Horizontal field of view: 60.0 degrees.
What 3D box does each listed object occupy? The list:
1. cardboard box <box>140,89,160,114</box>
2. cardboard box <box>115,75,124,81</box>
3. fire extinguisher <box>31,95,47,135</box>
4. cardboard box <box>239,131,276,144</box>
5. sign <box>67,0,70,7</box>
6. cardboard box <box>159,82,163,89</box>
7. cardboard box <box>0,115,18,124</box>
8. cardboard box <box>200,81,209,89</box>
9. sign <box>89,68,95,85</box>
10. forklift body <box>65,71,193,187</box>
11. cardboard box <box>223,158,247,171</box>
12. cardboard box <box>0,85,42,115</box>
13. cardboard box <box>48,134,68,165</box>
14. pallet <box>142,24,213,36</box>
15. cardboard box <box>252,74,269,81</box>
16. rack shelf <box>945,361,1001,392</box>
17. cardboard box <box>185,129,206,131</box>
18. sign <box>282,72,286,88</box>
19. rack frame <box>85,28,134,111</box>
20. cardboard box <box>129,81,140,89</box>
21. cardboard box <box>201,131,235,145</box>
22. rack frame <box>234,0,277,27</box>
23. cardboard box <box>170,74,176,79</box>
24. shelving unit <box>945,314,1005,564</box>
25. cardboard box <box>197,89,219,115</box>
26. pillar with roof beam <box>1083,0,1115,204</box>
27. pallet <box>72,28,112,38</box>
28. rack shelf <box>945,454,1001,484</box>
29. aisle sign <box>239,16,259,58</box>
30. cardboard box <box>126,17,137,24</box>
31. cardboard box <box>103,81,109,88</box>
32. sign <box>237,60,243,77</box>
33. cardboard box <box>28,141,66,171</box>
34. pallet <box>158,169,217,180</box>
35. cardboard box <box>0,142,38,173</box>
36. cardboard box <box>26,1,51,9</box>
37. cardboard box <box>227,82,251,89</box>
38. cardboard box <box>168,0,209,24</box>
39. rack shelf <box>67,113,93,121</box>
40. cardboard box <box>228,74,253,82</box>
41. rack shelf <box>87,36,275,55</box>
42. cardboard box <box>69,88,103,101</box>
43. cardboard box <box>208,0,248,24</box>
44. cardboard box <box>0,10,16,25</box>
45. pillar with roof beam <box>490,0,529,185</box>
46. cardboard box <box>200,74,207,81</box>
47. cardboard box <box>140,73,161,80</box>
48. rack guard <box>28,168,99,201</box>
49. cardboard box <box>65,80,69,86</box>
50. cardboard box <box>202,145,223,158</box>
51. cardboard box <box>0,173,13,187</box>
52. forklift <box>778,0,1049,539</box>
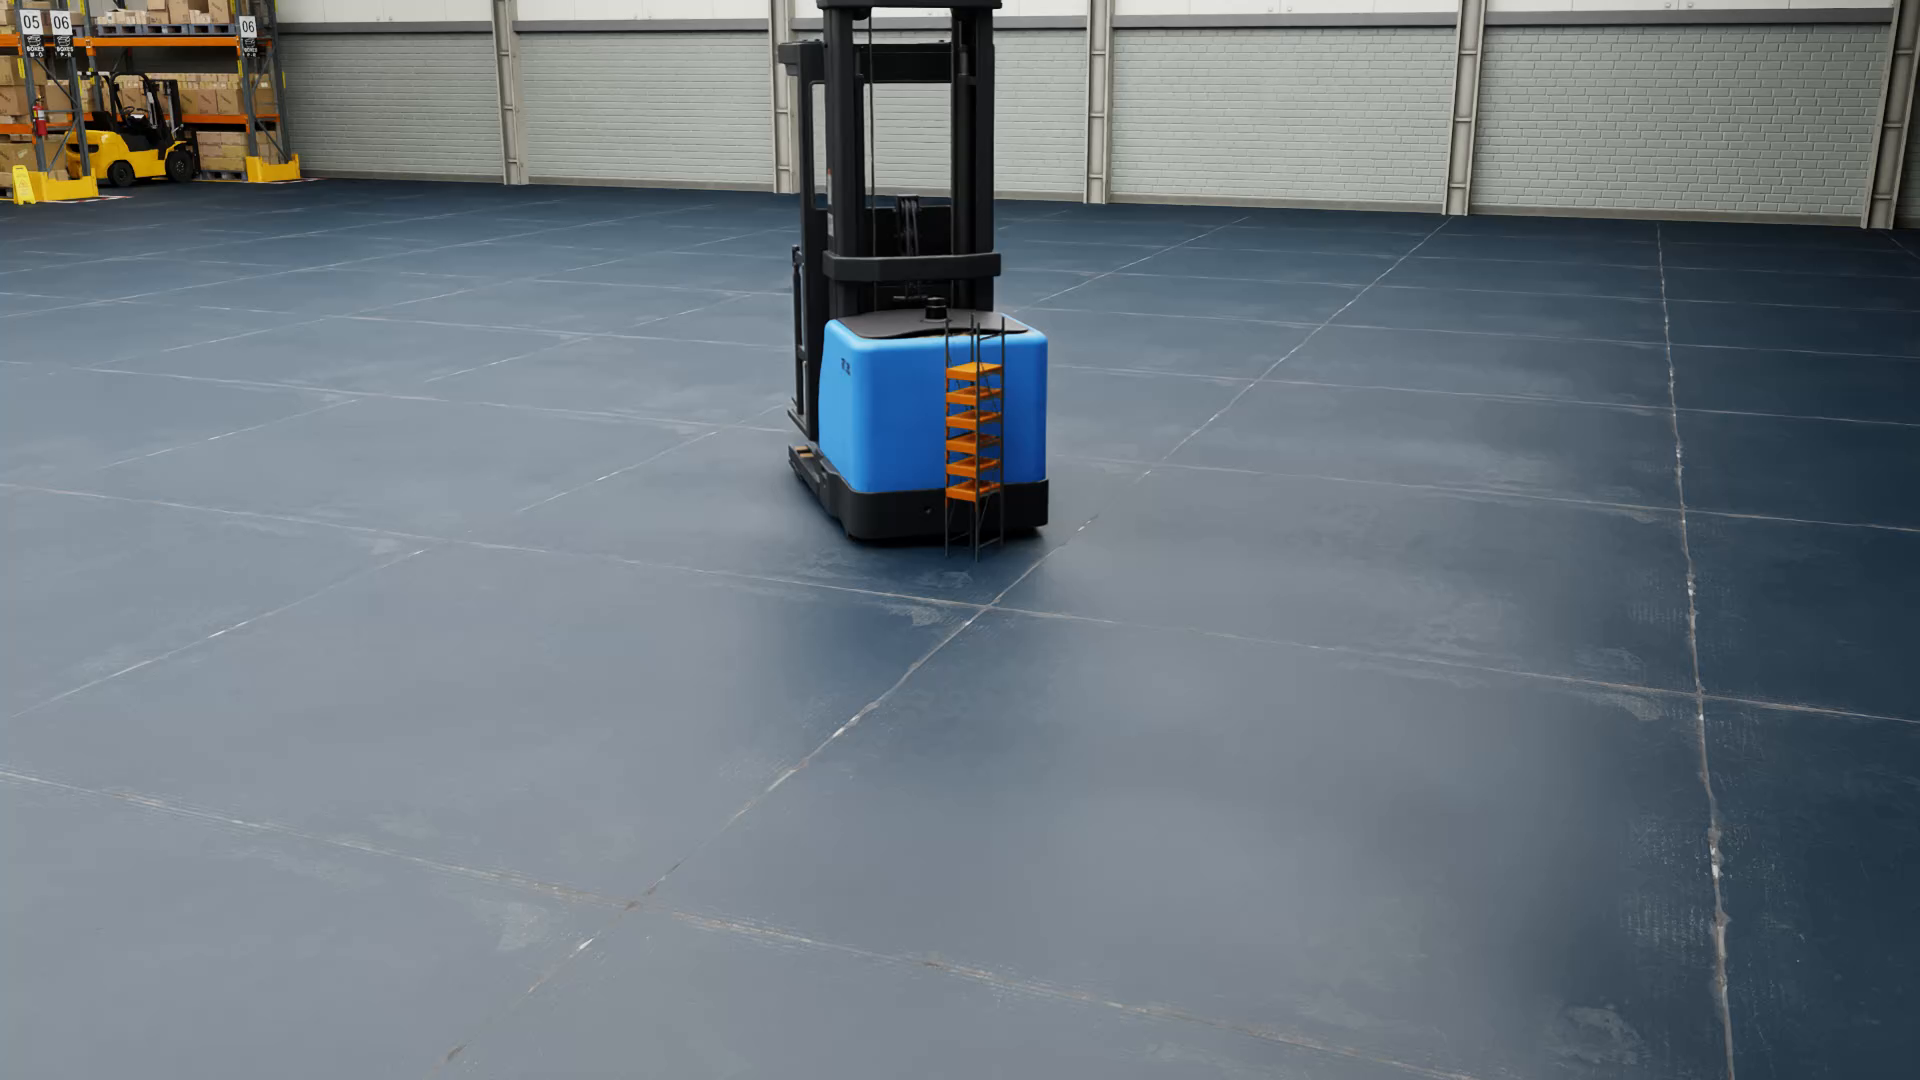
[{"bbox_3d":[-16.502,-9.058,34.315,0.500,0.500,0.500,6,17,20],"label":"cardboard box"},{"bbox_3d":[-17.310,-9.617,34.545,0.250,0.149,0.380,7,17,21],"label":"cardboard box"},{"bbox_3d":[-15.940,-7.358,28.778,0.183,0.674,0.296,6,17,21],"label":"fire extinguisher"},{"bbox_3d":[-14.438,-8.274,34.179,0.500,0.250,0.500,6,17,20],"label":"cardboard box"},{"bbox_3d":[-15.679,-9.527,29.164,0.005,0.325,0.100,6,17,21],"label":"sign"},{"bbox_3d":[-16.150,-9.319,34.050,0.250,0.149,0.380,6,17,19],"label":"cardboard box"},{"bbox_3d":[-16.581,-7.386,29.185,0.250,0.149,0.380,6,17,20],"label":"cardboard box"},{"bbox_3d":[-15.179,-9.226,33.729,0.250,0.149,0.380,6,17,20],"label":"cardboard box"},{"bbox_3d":[-17.971,-9.600,34.426,0.005,0.325,0.100,6,17,21],"label":"sign"},{"bbox_3d":[-16.493,-8.127,32.811,1.214,2.155,2.313,6,17,21],"label":"forklift body"},{"bbox_3d":[-14.613,-7.662,33.863,0.500,0.250,0.500,6,17,21],"label":"cardboard box"},{"bbox_3d":[-16.484,-7.701,29.109,0.500,0.500,0.500,6,17,20],"label":"cardboard box"},{"bbox_3d":[-18.990,-8.416,35.791,0.625,0.625,0.875,6,17,20],"label":"cardboard box"},{"bbox_3d":[-15.847,-10.416,33.950,1.213,0.211,1.003,6,17,21],"label":"pallet"},{"bbox_3d":[-14.294,-9.406,33.818,0.250,0.149,0.380,6,17,20],"label":"cardboard box"},{"bbox_3d":[0.074,-0.804,8.160,0.180,0.103,0.258,11,19,33],"label":"rack shelf"},{"bbox_3d":[-15.839,-8.432,34.724,0.500,0.250,0.500,6,17,20],"label":"cardboard box"},{"bbox_3d":[-13.851,-9.411,34.017,0.005,0.325,0.100,6,17,21],"label":"sign"},{"bbox_3d":[-17.781,-9.223,35.064,0.127,3.000,1.000,6,17,21],"label":"rack frame"},{"bbox_3d":[-16.885,-9.392,34.303,0.250,0.149,0.380,7,17,22],"label":"cardboard box"},{"bbox_3d":[-15.080,-8.192,33.898,0.500,0.250,0.500,7,17,22],"label":"cardboard box"},{"bbox_3d":[-14.060,-11.695,32.818,0.127,3.000,1.000,6,17,21],"label":"rack frame"},{"bbox_3d":[-15.900,-9.454,33.982,0.250,0.149,0.380,7,17,21],"label":"cardboard box"},{"bbox_3d":[0.074,-0.501,8.248,0.189,1.200,0.258,11,19,33],"label":"shelving unit"},{"bbox_3d":[-15.093,-8.900,33.771,0.500,0.500,0.500,7,18,22],"label":"cardboard box"},{"bbox_3d":[0.788,-9.042,23.680,0.400,9.000,9.100,6,17,21],"label":"pillar with roof beam"},{"bbox_3d":[-18.606,-10.659,34.972,1.217,0.209,0.805,6,17,18],"label":"pallet"},{"bbox_3d":[0.074,-0.343,8.294,0.180,0.103,0.258,11,19,33],"label":"rack shelf"},{"bbox_3d":[-14.107,-9.980,33.007,0.004,0.787,0.394,6,17,21],"label":"aisle sign"},{"bbox_3d":[-16.760,-10.590,33.908,0.250,0.149,0.380,7,18,22],"label":"cardboard box"},{"bbox_3d":[-17.581,-9.482,34.613,0.250,0.149,0.380,6,17,20],"label":"cardboard box"},{"bbox_3d":[-14.272,-9.345,32.980,0.005,0.325,0.100,6,17,21],"label":"sign"},{"bbox_3d":[-16.549,-6.924,29.978,0.500,0.500,0.500,6,17,19],"label":"cardboard box"},{"bbox_3d":[-15.918,-7.668,34.707,1.213,0.211,1.003,6,17,21],"label":"pallet"},{"bbox_3d":[-16.719,-6.782,29.489,0.500,0.500,0.500,6,17,21],"label":"cardboard box"},{"bbox_3d":[-16.134,-9.319,29.032,0.250,0.149,0.380,6,17,20],"label":"cardboard box"},{"bbox_3d":[-14.485,-9.137,33.422,0.250,0.149,0.380,7,17,21],"label":"cardboard box"},{"bbox_3d":[-15.477,-10.665,33.539,0.500,0.500,0.700,6,17,21],"label":"cardboard box"},{"bbox_3d":[-19.642,-9.082,35.869,4.000,0.370,1.077,6,17,21],"label":"rack shelf"},{"bbox_3d":[-14.471,-9.299,33.447,0.250,0.149,0.380,6,17,21],"label":"cardboard box"},{"bbox_3d":[-15.921,-10.114,34.042,4.000,0.370,1.077,6,17,21],"label":"rack shelf"},{"bbox_3d":[-18.332,-9.375,34.960,0.500,0.250,0.500,6,17,19],"label":"cardboard box"},{"bbox_3d":[-14.561,-10.534,33.088,0.500,0.500,0.500,7,18,22],"label":"cardboard box"},{"bbox_3d":[-16.453,-9.020,28.720,0.500,0.250,0.500,6,17,20],"label":"cardboard box"},{"bbox_3d":[-10.375,-10.270,27.909,0.400,9.000,9.100,6,17,21],"label":"pillar with roof beam"},{"bbox_3d":[-15.169,-9.380,33.728,0.250,0.149,0.380,6,17,21],"label":"cardboard box"},{"bbox_3d":[-16.623,-9.517,34.198,0.250,0.149,0.380,6,17,20],"label":"cardboard box"},{"bbox_3d":[-15.949,-6.334,29.594,0.348,0.500,1.175,6,17,21],"label":"rack guard"},{"bbox_3d":[-18.635,-9.621,35.090,0.250,0.149,0.380,6,17,21],"label":"cardboard box"},{"bbox_3d":[-15.090,-7.958,33.988,0.500,0.250,0.500,6,17,20],"label":"cardboard box"},{"bbox_3d":[-16.751,-6.423,29.597,0.500,0.250,0.500,6,17,20],"label":"cardboard box"},{"bbox_3d":[-0.411,-1.782,9.556,1.130,2.935,3.031,-4,17,-14],"label":"forklift"}]
